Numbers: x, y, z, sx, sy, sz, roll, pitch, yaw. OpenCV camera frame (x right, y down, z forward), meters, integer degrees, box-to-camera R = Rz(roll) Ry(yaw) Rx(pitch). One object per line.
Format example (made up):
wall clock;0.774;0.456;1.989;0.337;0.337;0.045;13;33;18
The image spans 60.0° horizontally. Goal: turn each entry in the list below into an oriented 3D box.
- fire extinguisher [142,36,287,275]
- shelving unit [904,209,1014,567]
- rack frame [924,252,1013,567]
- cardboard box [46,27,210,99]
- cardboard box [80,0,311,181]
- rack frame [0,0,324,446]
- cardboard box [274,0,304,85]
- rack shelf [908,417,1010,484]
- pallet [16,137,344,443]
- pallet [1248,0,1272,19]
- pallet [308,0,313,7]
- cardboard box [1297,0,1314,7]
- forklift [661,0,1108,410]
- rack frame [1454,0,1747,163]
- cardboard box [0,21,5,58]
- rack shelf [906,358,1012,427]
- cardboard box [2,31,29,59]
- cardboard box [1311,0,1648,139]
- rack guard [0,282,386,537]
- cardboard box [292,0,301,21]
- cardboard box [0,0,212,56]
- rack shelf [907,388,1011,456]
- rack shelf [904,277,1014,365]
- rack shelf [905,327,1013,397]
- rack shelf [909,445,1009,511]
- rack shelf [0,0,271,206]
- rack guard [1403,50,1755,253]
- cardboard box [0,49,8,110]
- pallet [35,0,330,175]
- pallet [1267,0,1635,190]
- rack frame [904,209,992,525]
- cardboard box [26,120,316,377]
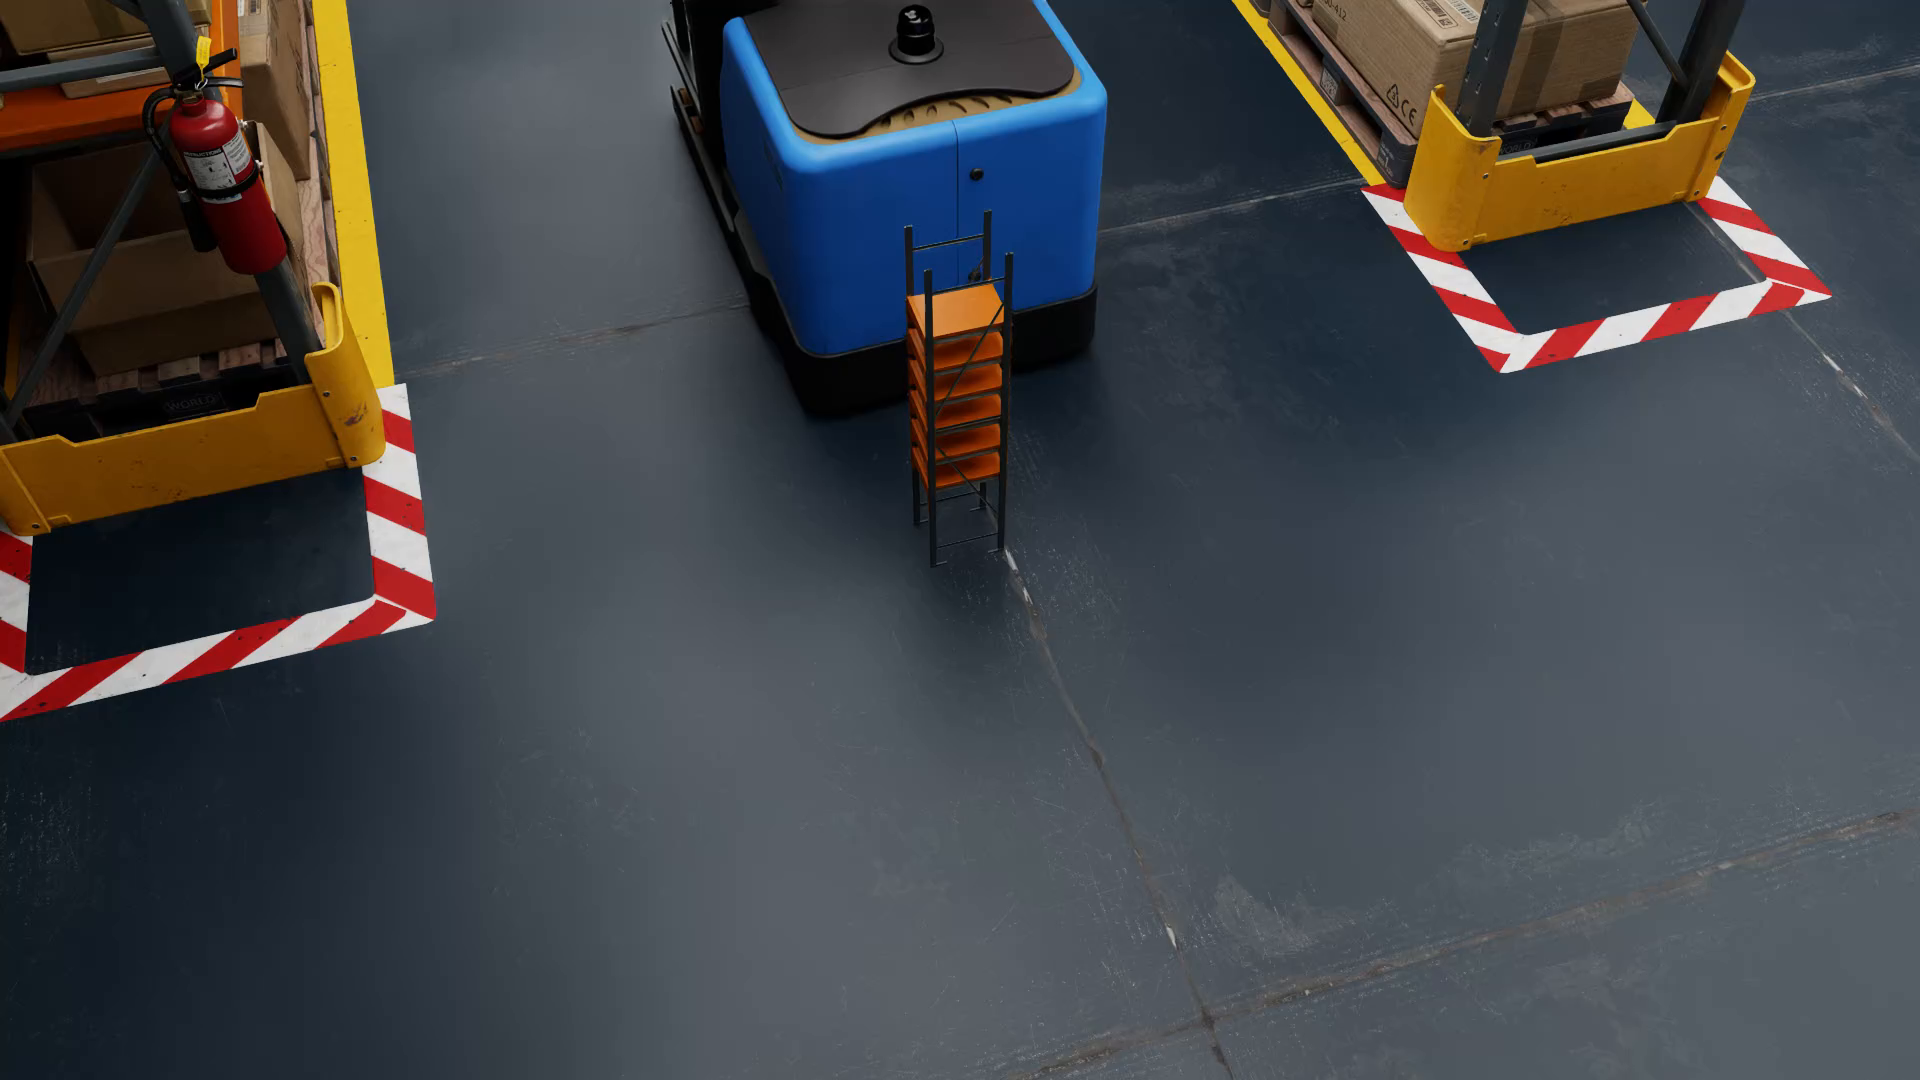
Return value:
fire extinguisher;-1.987;-1.018;4.441;0.296;0.674;0.183;-13;51;-11
shelving unit;-0.004;-0.397;4.800;0.258;1.200;0.189;-13;51;-11
rack frame;0.023;-0.330;4.744;0.240;1.200;0.006;-13;51;-11
cardboard box;-2.307;-1.388;4.622;0.380;0.149;0.250;-14;51;-11
cardboard box;-2.778;-1.597;5.995;0.700;0.500;0.500;-11;51;-9
rack frame;-2.472;-1.166;4.271;1.000;3.000;0.127;-13;51;-11
cardboard box;-2.838;-2.006;6.339;0.500;0.500;0.500;-12;51;-10
rack shelf;-0.004;-0.291;4.926;0.258;0.103;0.180;-13;51;-11
pallet;-2.731;-0.905;5.875;1.003;0.211;1.213;-13;51;-11
pallet;1.601;-2.848;7.513;1.003;0.211;1.213;-13;51;-11
pallet;-3.452;-2.687;7.377;1.003;0.211;1.213;-13;51;-11
cardboard box;1.700;-2.727;6.988;0.875;0.438;0.875;-12;51;-10
forklift;-0.501;-2.532;5.468;1.130;2.935;3.031;-15;51;-12
rack frame;2.269;-2.291;5.220;1.000;3.000;0.127;-13;51;-11
cardboard box;-2.861;-1.490;4.448;0.500;0.250;0.500;-12;51;-10
rack shelf;-0.004;-0.446;4.742;0.258;0.103;0.180;-13;51;-11
cardboard box;-2.842;-1.466;4.688;0.380;0.149;0.250;-12;51;-10
cardboard box;1.978;-2.060;6.426;0.875;0.438;0.875;-15;51;-12
rack guard;-2.494;-0.416;5.274;1.175;0.500;0.348;-13;51;-11
cardboard box;-3.085;-2.355;6.634;0.700;0.500;0.500;-15;52;-12
cardboard box;-2.348;-1.606;4.546;0.500;0.250;0.500;-13;51;-11
rack shelf;-0.004;-0.369;4.834;0.258;0.103;0.180;-13;51;-11
rack shelf;-0.004;-0.601;4.559;0.258;0.103;0.180;-13;51;-11
rack shelf;-0.004;-0.523;4.651;0.258;0.103;0.180;-13;51;-11
rack shelf;-0.004;-0.214;5.018;0.258;0.103;0.180;-13;51;-11
rack shelf;-3.063;-2.395;5.778;1.077;0.370;4.000;-13;51;-11
rack guard;2.276;-1.468;6.161;1.175;0.500;0.348;-13;51;-11
cardboard box;-2.826;-1.267;4.520;0.380;0.149;0.250;-14;51;-11
pallet;-3.088;-1.794;6.625;1.003;0.211;1.213;-13;51;-11
pallet;1.958;-1.959;6.763;1.003;0.211;1.213;-13;51;-11
rack frame;-0.031;-0.464;4.857;0.240;1.200;0.006;-13;51;-11
cardboard box;-2.562;-0.965;5.460;0.797;0.503;0.637;-15;52;-12
